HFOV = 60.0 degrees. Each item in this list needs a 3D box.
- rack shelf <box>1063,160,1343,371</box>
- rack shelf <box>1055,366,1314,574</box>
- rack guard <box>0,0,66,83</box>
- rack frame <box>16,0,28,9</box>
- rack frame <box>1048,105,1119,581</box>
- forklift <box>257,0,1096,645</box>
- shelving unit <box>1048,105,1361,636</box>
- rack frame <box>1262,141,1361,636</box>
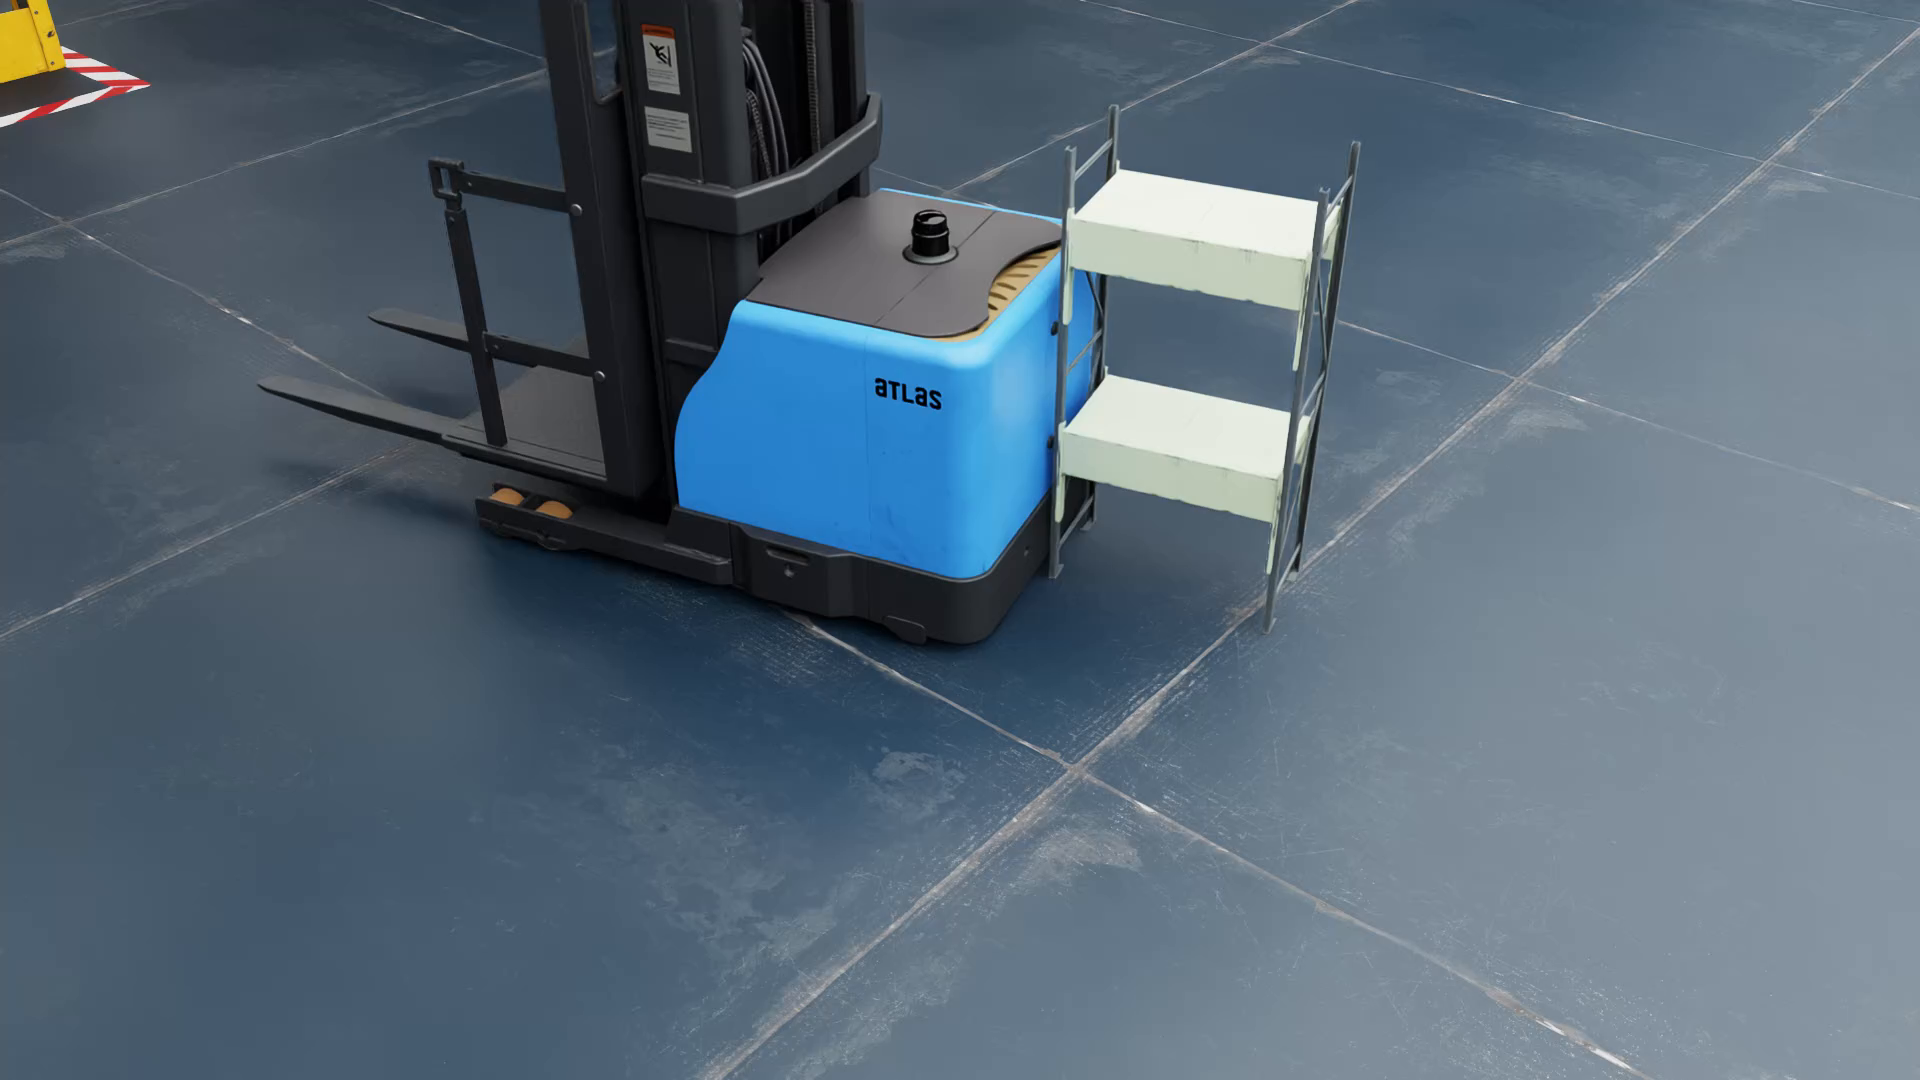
[{"bbox_3d":[0.722,-0.825,4.937,0.720,0.370,0.431,14,37,20],"label":"rack shelf"},{"bbox_3d":[0.722,-0.235,5.343,0.720,0.370,0.431,14,37,20],"label":"rack shelf"},{"bbox_3d":[-5.765,-2.816,9.409,0.348,0.500,1.175,25,42,32],"label":"rack guard"},{"bbox_3d":[-5.676,-3.840,8.691,0.127,3.000,1.000,25,42,32],"label":"rack frame"},{"bbox_3d":[0.388,-0.588,5.282,0.023,1.500,0.400,14,37,20],"label":"rack frame"},{"bbox_3d":[-1.108,-1.429,5.242,3.031,2.935,1.130,14,37,20],"label":"forklift"},{"bbox_3d":[0.722,-0.503,5.158,0.755,1.500,0.431,14,37,20],"label":"shelving unit"},{"bbox_3d":[1.056,-0.419,5.035,0.023,1.500,0.400,14,37,20],"label":"rack frame"}]
